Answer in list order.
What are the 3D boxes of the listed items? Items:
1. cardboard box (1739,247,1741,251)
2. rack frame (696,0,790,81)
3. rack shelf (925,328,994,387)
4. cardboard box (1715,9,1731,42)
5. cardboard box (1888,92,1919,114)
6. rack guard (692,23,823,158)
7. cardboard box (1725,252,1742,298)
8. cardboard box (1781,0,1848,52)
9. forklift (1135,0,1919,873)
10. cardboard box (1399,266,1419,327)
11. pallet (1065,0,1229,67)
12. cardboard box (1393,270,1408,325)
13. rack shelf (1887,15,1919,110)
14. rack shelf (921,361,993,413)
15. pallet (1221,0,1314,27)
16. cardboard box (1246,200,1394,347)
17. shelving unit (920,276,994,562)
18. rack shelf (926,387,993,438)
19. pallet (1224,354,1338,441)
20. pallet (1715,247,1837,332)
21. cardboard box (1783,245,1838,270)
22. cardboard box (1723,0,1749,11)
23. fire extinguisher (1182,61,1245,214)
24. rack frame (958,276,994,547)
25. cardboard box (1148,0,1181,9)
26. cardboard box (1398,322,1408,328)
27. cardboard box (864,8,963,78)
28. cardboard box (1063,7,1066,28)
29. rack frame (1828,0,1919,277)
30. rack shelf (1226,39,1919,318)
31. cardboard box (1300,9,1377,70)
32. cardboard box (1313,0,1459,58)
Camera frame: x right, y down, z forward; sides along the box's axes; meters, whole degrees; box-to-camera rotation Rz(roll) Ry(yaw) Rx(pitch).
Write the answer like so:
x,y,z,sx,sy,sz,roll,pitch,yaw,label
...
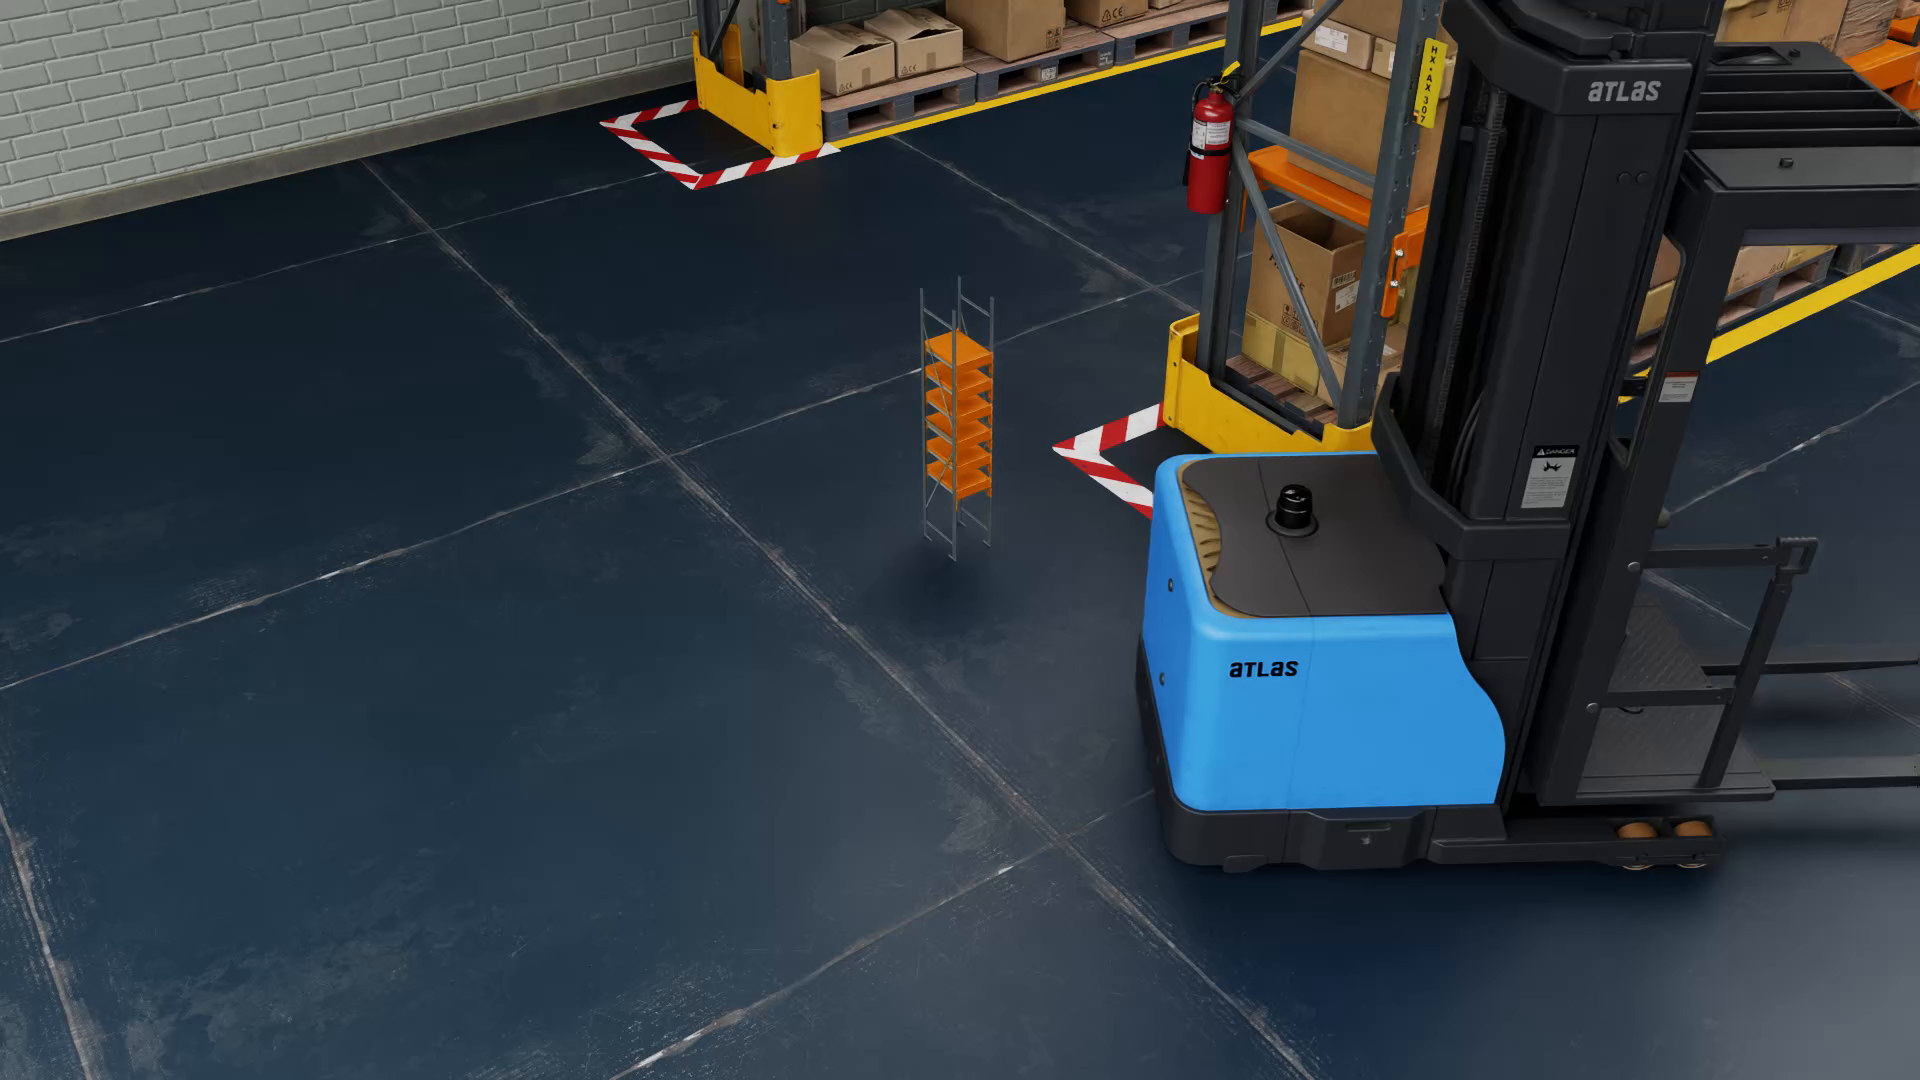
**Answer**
x,y,z,sx,sy,sz,roll,pitch,yaw,label
3.648,-1.713,8.415,0.500,0.500,0.500,-22,41,-28,cardboard box
-1.404,-3.964,10.193,0.127,3.000,1.000,-22,41,-28,rack frame
-0.012,-0.738,6.709,0.180,0.103,0.258,-22,41,-28,rack shelf
3.106,-2.315,7.814,0.500,0.500,0.700,-21,41,-27,cardboard box
5.616,-2.415,9.553,0.500,0.311,0.500,-23,42,-28,cardboard box
-1.341,-2.975,10.958,0.348,0.500,1.175,-22,41,-28,rack guard
3.655,-1.402,8.626,0.500,0.250,0.500,-22,41,-28,cardboard box
3.936,-2.655,8.286,0.500,0.500,0.700,-23,42,-28,cardboard box
2.201,-0.373,5.258,3.031,2.935,1.130,-1,36,-2,forklift
2.427,-1.203,7.707,0.500,0.500,0.500,-22,41,-28,cardboard box
1.337,-3.935,12.540,1.213,0.211,1.003,-22,41,-28,pallet
2.123,-1.151,8.276,0.500,0.250,0.500,-22,41,-28,cardboard box
6.358,-3.327,9.924,4.000,0.370,1.077,-22,41,-28,rack shelf
-0.012,-0.641,6.779,0.180,0.103,0.258,-22,41,-28,rack shelf
2.502,-4.440,13.243,1.213,0.211,1.003,-22,41,-28,pallet
1.720,-1.282,7.817,0.500,0.500,0.500,-22,41,-28,cardboard box
-0.012,-0.482,6.893,0.189,1.200,0.258,-22,41,-28,shelving unit
-0.012,-0.544,6.849,0.180,0.103,0.258,-22,41,-28,rack shelf
2.054,-0.747,8.107,1.213,0.211,1.003,-22,41,-28,pallet
4.049,-1.567,9.248,1.213,0.211,1.003,-22,41,-28,pallet
4.470,-1.741,9.097,0.500,0.250,0.500,-22,41,-28,cardboard box
3.370,-2.540,7.571,0.250,0.149,0.380,-21,41,-26,cardboard box
1.089,-1.752,7.183,0.183,0.674,0.296,-22,41,-28,fire extinguisher
0.063,-0.513,6.936,0.006,1.200,0.240,-22,41,-28,rack frame
1.446,-4.144,12.492,0.250,0.166,0.380,-28,44,-33,cardboard box
2.426,-0.900,7.927,0.500,0.250,0.500,-22,41,-28,cardboard box
-0.320,-3.433,11.380,0.500,0.311,0.500,-19,40,-24,cardboard box
0.547,-3.803,12.033,0.250,0.149,0.380,-26,43,-31,cardboard box
4.723,-2.947,8.778,0.127,3.000,1.000,-22,41,-28,rack frame
3.088,-1.982,8.053,4.000,0.370,1.077,-22,41,-28,rack shelf
1.656,-2.125,6.994,0.250,0.149,0.380,-23,42,-29,cardboard box
1.885,-2.337,6.734,0.500,0.500,0.700,-22,41,-28,cardboard box
